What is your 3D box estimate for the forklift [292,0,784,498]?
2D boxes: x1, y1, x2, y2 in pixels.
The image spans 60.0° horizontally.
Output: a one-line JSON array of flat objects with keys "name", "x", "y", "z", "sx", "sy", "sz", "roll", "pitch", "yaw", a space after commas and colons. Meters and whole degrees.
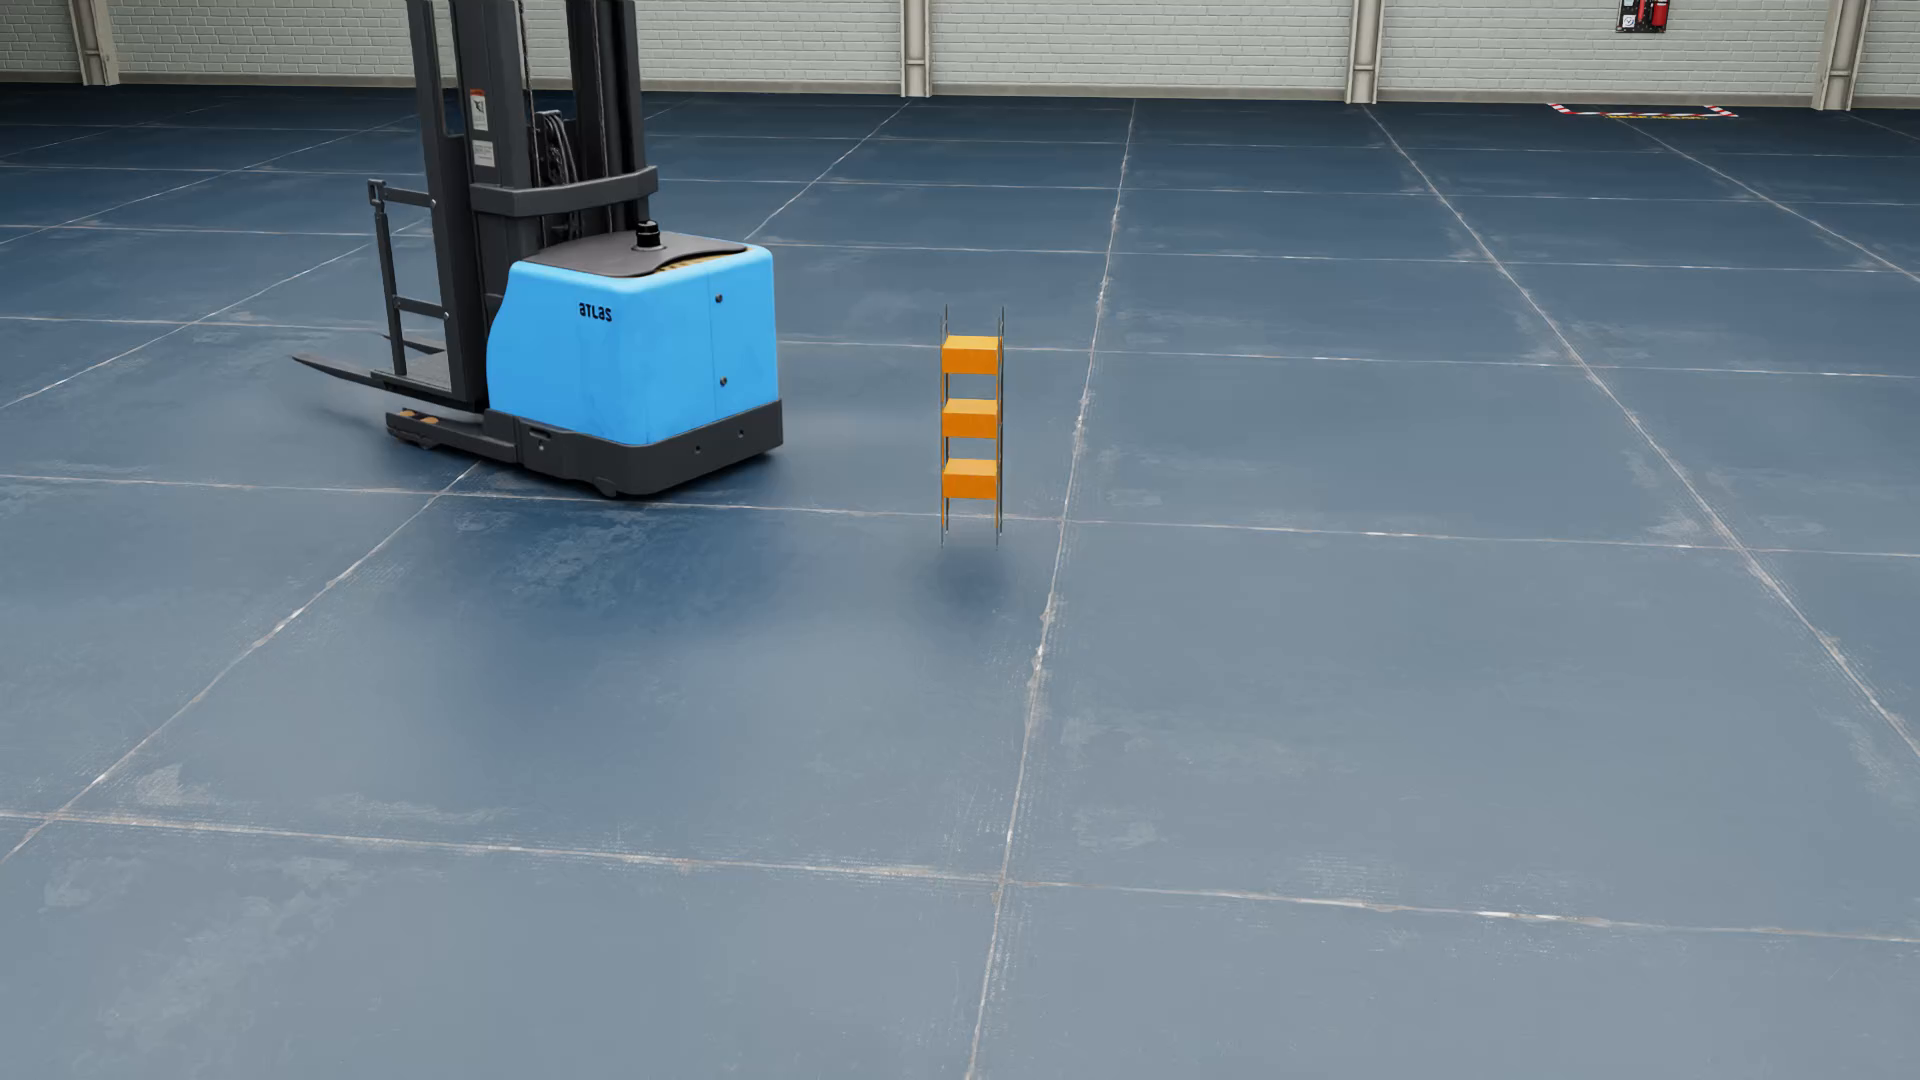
[{"name": "forklift", "x": -2.393, "y": -1.974, "z": 8.447, "sx": 3.031, "sy": 2.935, "sz": 1.130, "roll": 15, "pitch": 26, "yaw": 33}]

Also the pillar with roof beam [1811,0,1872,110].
[{"name": "pillar with roof beam", "x": 10.814, "y": -8.224, "z": 16.001, "sx": 0.400, "sy": 9.000, "sz": 9.100, "roll": 2, "pitch": 22, "yaw": 6}]

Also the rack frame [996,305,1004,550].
[{"name": "rack frame", "x": 0.174, "y": -0.481, "z": 7.228, "sx": 0.008, "sy": 1.050, "sz": 0.200, "roll": 2, "pitch": 22, "yaw": 6}]

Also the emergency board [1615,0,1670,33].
[{"name": "emergency board", "x": 8.871, "y": -7.126, "z": 21.385, "sx": 0.643, "sy": 1.169, "sz": 0.194, "roll": 2, "pitch": 22, "yaw": 6}]

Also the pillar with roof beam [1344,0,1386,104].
[{"name": "pillar with roof beam", "x": 4.855, "y": -8.483, "z": 16.658, "sx": 0.400, "sy": 9.000, "sz": 9.100, "roll": 2, "pitch": 22, "yaw": 6}]

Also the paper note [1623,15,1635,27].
[{"name": "paper note", "x": 8.703, "y": -6.750, "z": 21.630, "sx": 0.142, "sy": 0.148, "sz": 0.016, "roll": 2, "pitch": 22, "yaw": 6}]

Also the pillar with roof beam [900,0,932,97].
[{"name": "pillar with roof beam", "x": -1.103, "y": -8.743, "z": 17.314, "sx": 0.400, "sy": 9.000, "sz": 9.100, "roll": 2, "pitch": 22, "yaw": 6}]

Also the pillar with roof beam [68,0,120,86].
[{"name": "pillar with roof beam", "x": -13.020, "y": -9.262, "z": 18.628, "sx": 0.400, "sy": 9.000, "sz": 9.100, "roll": 2, "pitch": 22, "yaw": 6}]

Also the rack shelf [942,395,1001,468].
[{"name": "rack shelf", "x": 0.053, "y": -0.476, "z": 7.245, "sx": 0.240, "sy": 0.259, "sz": 0.215, "roll": 2, "pitch": 22, "yaw": 6}]

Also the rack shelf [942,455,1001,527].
[{"name": "rack shelf", "x": 0.053, "y": -0.218, "z": 7.347, "sx": 0.240, "sy": 0.259, "sz": 0.215, "roll": 2, "pitch": 22, "yaw": 6}]

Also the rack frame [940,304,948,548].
[{"name": "rack frame", "x": -0.068, "y": -0.491, "z": 7.254, "sx": 0.008, "sy": 1.050, "sz": 0.200, "roll": 2, "pitch": 22, "yaw": 6}]

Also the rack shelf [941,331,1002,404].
[{"name": "rack shelf", "x": 0.053, "y": -0.740, "z": 7.141, "sx": 0.240, "sy": 0.259, "sz": 0.215, "roll": 2, "pitch": 22, "yaw": 6}]

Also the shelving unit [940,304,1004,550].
[{"name": "shelving unit", "x": 0.053, "y": -0.486, "z": 7.241, "sx": 0.252, "sy": 1.050, "sz": 0.215, "roll": 2, "pitch": 22, "yaw": 6}]
